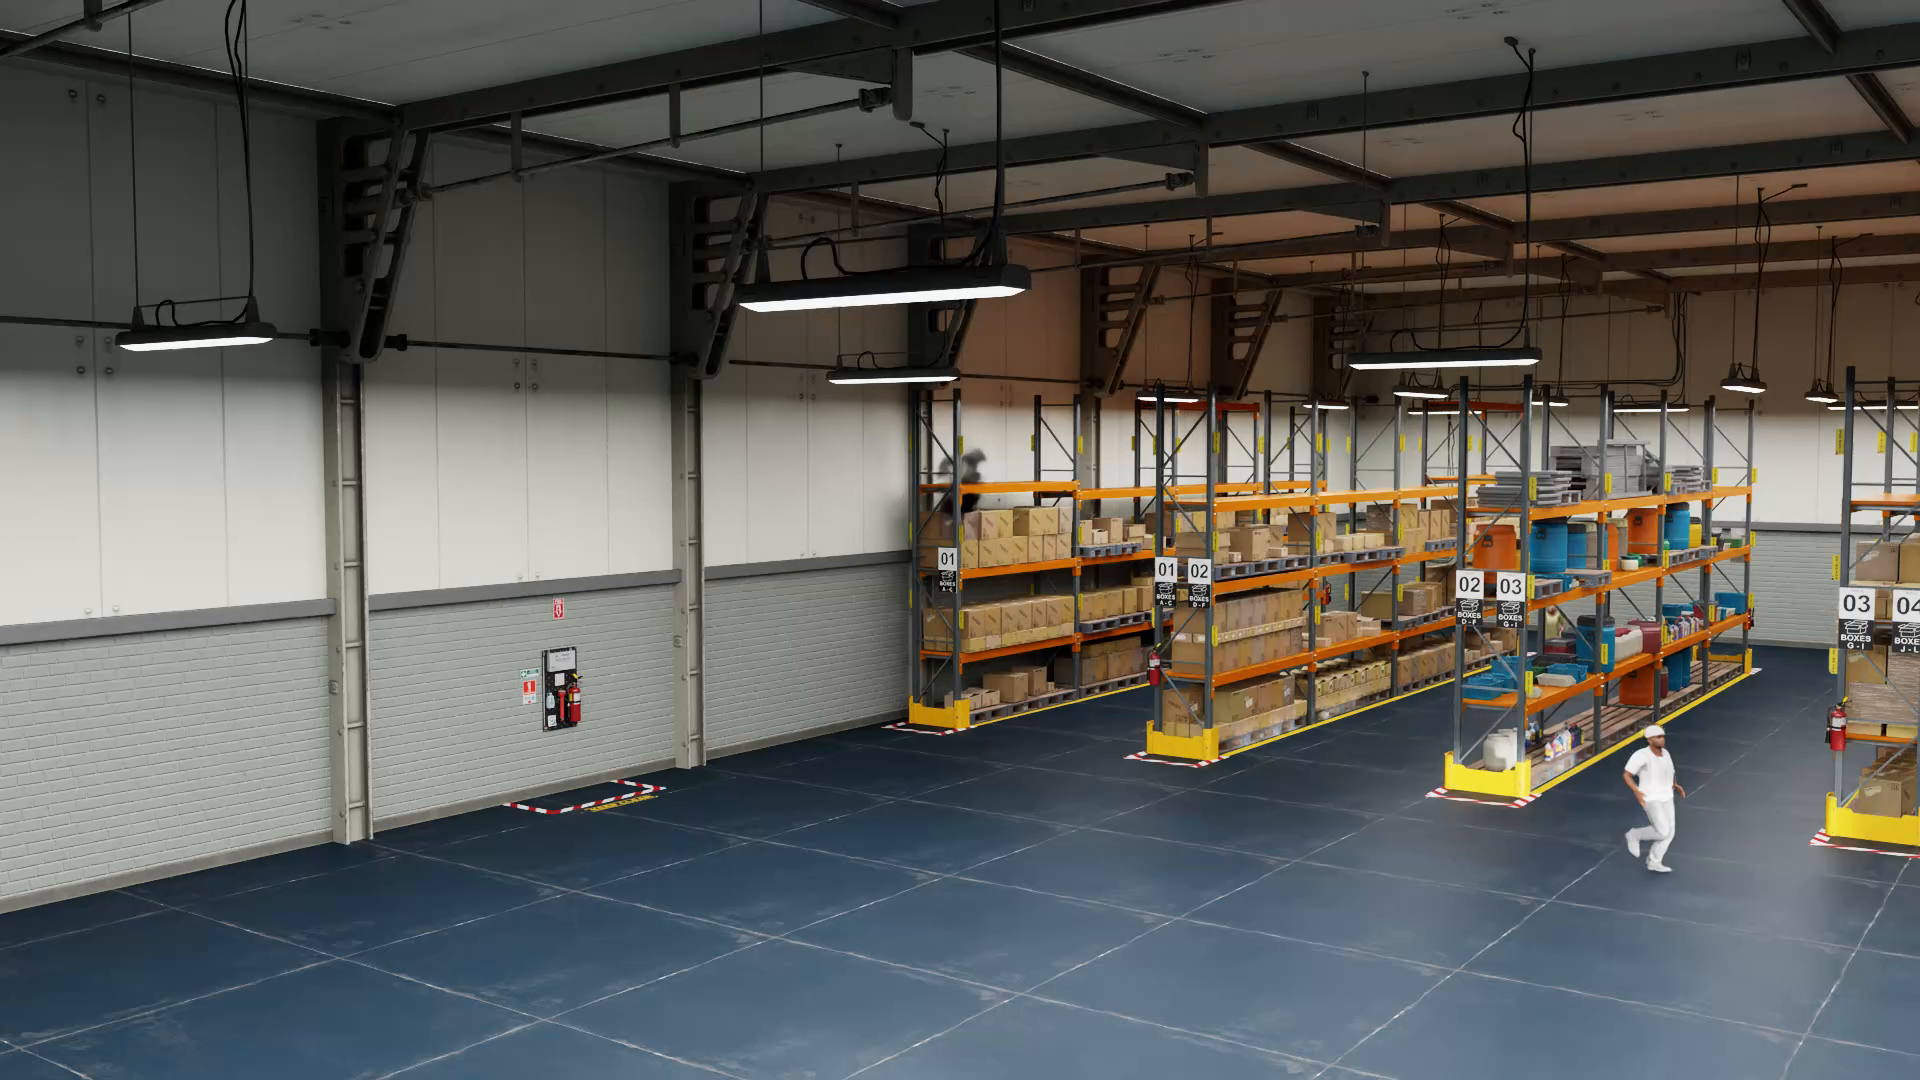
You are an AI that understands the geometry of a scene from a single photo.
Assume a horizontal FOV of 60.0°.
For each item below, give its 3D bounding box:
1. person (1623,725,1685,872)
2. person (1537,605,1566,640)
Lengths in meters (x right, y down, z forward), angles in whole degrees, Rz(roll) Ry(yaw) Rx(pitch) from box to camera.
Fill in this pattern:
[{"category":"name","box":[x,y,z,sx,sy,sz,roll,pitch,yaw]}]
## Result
[{"category":"person","box":[8.179,3.038,19.581,0.717,1.721,0.578,-2,4,-25]},{"category":"person","box":[12.762,2.146,35.889,0.579,1.641,0.731,1,3,19]}]
